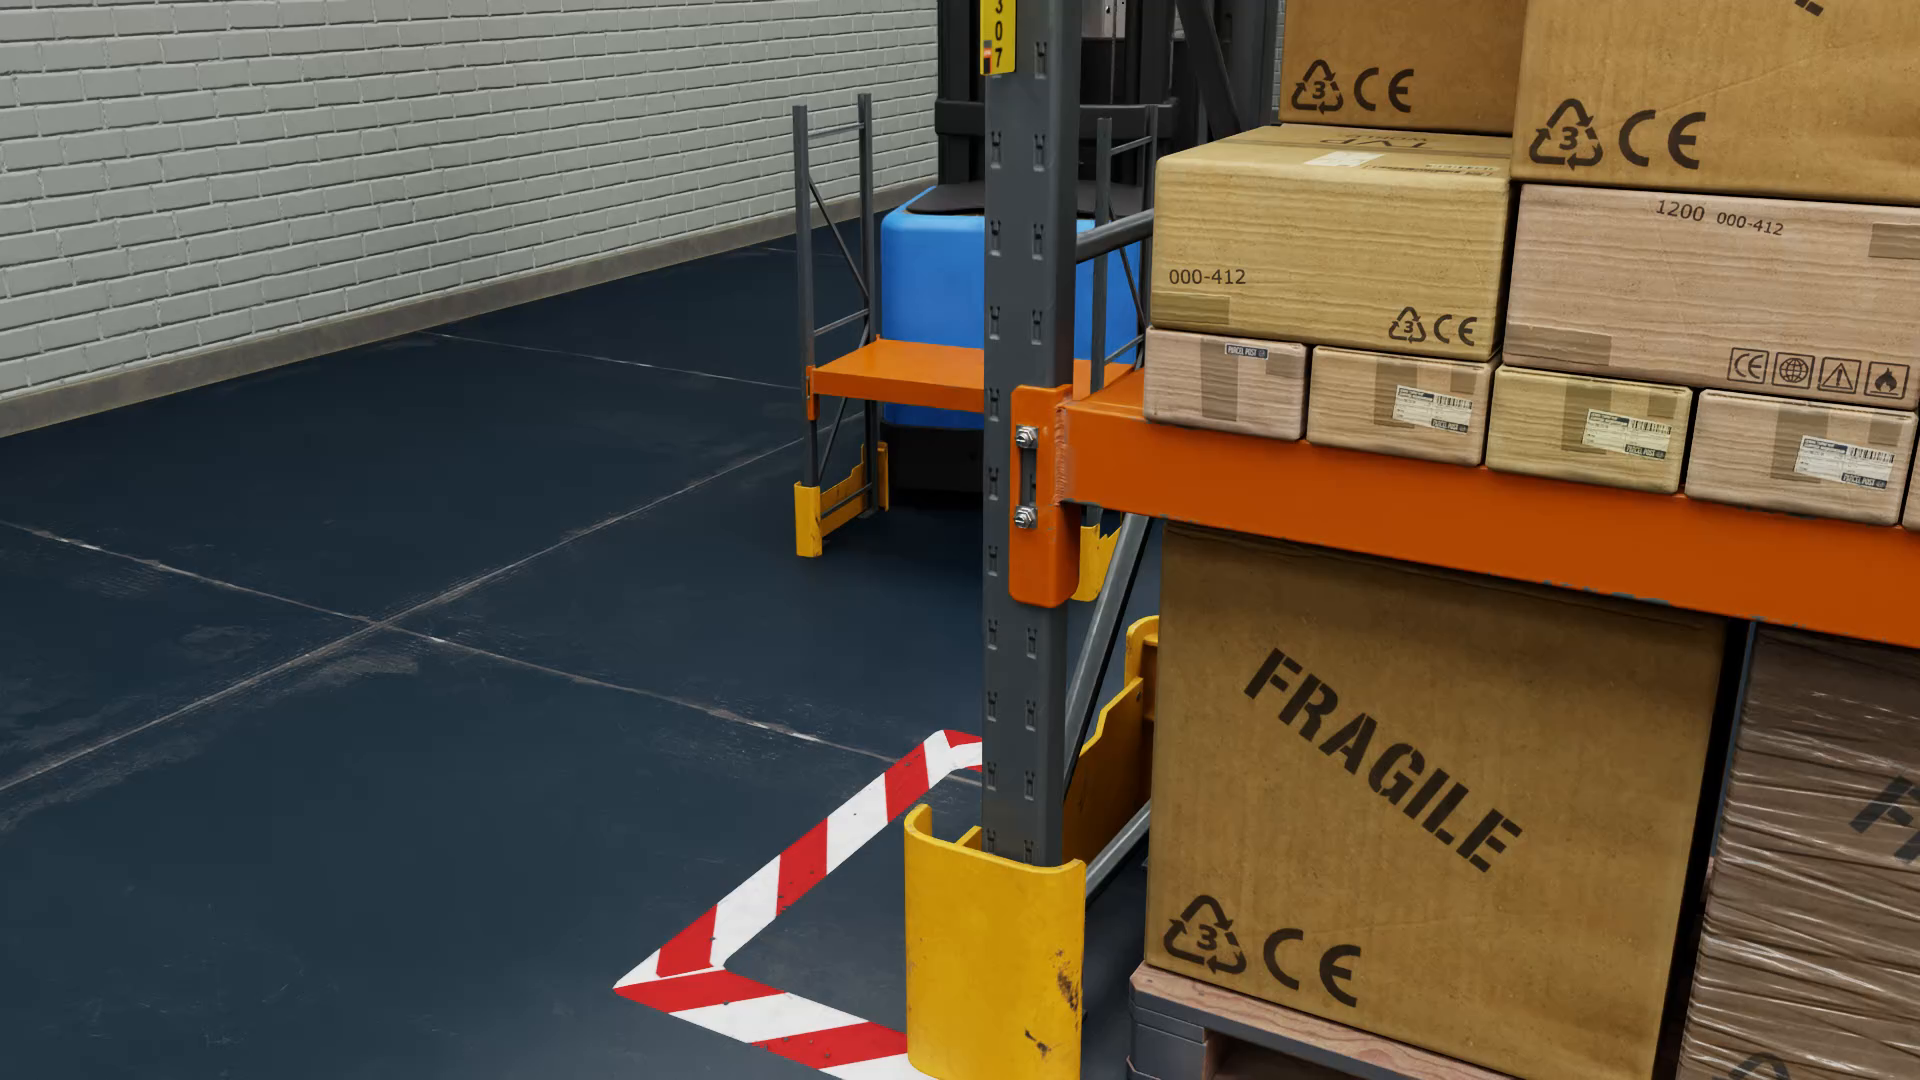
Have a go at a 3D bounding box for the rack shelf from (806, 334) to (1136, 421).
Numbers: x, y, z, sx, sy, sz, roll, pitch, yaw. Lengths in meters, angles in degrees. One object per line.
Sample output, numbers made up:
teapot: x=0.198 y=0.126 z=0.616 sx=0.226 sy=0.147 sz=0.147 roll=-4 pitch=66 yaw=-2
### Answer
rack shelf: x=0.050 y=-0.501 z=5.573 sx=1.000 sy=0.185 sz=0.538 roll=9 pitch=22 yaw=22

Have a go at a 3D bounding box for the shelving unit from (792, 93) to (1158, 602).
shelving unit: x=0.042 y=-0.671 z=5.515 sx=1.083 sy=1.500 sz=0.587 roll=9 pitch=22 yaw=22

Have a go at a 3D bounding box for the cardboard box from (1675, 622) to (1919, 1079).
cardboard box: x=1.724 y=0.471 z=2.667 sx=0.875 sy=0.875 sz=0.875 roll=11 pitch=23 yaw=27

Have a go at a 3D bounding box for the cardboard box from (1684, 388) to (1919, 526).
cardboard box: x=1.158 y=-0.161 z=2.278 sx=0.250 sy=0.149 sz=0.380 roll=10 pitch=22 yaw=26

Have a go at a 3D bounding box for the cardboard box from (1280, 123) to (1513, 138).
cardboard box: x=0.884 y=-0.632 z=2.992 sx=0.500 sy=0.250 sz=0.500 roll=10 pitch=22 yaw=26

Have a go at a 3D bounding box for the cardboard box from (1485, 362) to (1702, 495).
cardboard box: x=0.929 y=-0.204 z=2.397 sx=0.250 sy=0.149 sz=0.380 roll=10 pitch=22 yaw=26

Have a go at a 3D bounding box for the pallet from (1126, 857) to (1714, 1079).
pallet: x=1.068 y=0.857 z=3.194 sx=1.213 sy=0.211 sz=1.003 roll=11 pitch=23 yaw=27

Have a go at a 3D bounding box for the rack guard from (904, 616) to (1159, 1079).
rack guard: x=0.311 y=0.607 z=3.458 sx=0.348 sy=0.500 sz=1.175 roll=11 pitch=23 yaw=27

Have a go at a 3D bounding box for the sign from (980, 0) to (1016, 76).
sign: x=0.056 y=-0.844 z=2.407 sx=0.005 sy=0.325 sz=0.100 roll=11 pitch=23 yaw=27

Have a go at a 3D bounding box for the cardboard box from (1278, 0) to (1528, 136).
cardboard box: x=0.885 y=-0.983 z=2.860 sx=0.500 sy=0.500 sz=0.500 roll=11 pitch=23 yaw=28

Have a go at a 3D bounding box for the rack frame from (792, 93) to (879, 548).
rack frame: x=-0.415 y=-0.740 z=5.705 sx=0.032 sy=1.500 sz=0.500 roll=9 pitch=22 yaw=22

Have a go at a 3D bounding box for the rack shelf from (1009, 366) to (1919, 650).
rack shelf: x=2.078 y=0.107 z=2.227 sx=4.000 sy=0.370 sz=1.077 roll=11 pitch=23 yaw=27

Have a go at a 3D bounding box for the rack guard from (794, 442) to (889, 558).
rack guard: x=-0.414 y=-0.152 z=5.917 sx=0.087 sy=0.250 sz=0.587 roll=9 pitch=22 yaw=22

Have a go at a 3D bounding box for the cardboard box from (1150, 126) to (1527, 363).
cardboard box: x=0.619 y=-0.473 z=2.554 sx=0.500 sy=0.250 sz=0.500 roll=10 pitch=22 yaw=26

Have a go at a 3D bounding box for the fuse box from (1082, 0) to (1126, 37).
fuse box: x=1.383 y=-4.440 z=15.597 sx=0.414 sy=1.711 sz=0.539 roll=11 pitch=23 yaw=27

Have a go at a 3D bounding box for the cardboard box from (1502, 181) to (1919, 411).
cardboard box: x=1.076 y=-0.389 z=2.321 sx=0.500 sy=0.250 sz=0.500 roll=10 pitch=22 yaw=27

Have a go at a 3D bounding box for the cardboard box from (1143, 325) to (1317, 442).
cardboard box: x=0.481 y=-0.289 z=2.630 sx=0.250 sy=0.149 sz=0.380 roll=11 pitch=23 yaw=28

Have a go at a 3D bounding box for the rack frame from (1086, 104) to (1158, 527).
rack frame: x=0.515 y=-0.600 z=5.320 sx=0.032 sy=1.500 sz=0.500 roll=9 pitch=22 yaw=22

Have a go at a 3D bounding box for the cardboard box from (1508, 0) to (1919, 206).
cardboard box: x=1.056 y=-0.742 z=2.197 sx=0.500 sy=0.500 sz=0.500 roll=10 pitch=22 yaw=26

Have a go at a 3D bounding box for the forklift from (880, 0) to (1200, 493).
forklift: x=0.499 y=-1.980 z=7.026 sx=1.130 sy=2.935 sz=3.031 roll=4 pitch=20 yaw=11

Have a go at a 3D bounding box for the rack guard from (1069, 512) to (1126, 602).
rack guard: x=0.497 y=-0.015 z=5.540 sx=0.087 sy=0.250 sz=0.587 roll=9 pitch=22 yaw=22

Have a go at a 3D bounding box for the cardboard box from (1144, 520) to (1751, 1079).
cardboard box: x=0.930 y=0.320 z=3.084 sx=0.875 sy=0.875 sz=0.875 roll=11 pitch=23 yaw=27

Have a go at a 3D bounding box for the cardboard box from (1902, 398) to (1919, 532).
cardboard box: x=1.379 y=-0.118 z=2.161 sx=0.250 sy=0.149 sz=0.380 roll=10 pitch=22 yaw=26

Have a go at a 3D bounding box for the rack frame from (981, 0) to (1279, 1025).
rack frame: x=0.332 y=-0.564 z=3.021 sx=0.127 sy=3.000 sz=1.000 roll=11 pitch=23 yaw=27

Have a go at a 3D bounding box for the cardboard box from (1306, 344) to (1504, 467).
cardboard box: x=0.706 y=-0.246 z=2.514 sx=0.250 sy=0.149 sz=0.380 roll=10 pitch=22 yaw=27
